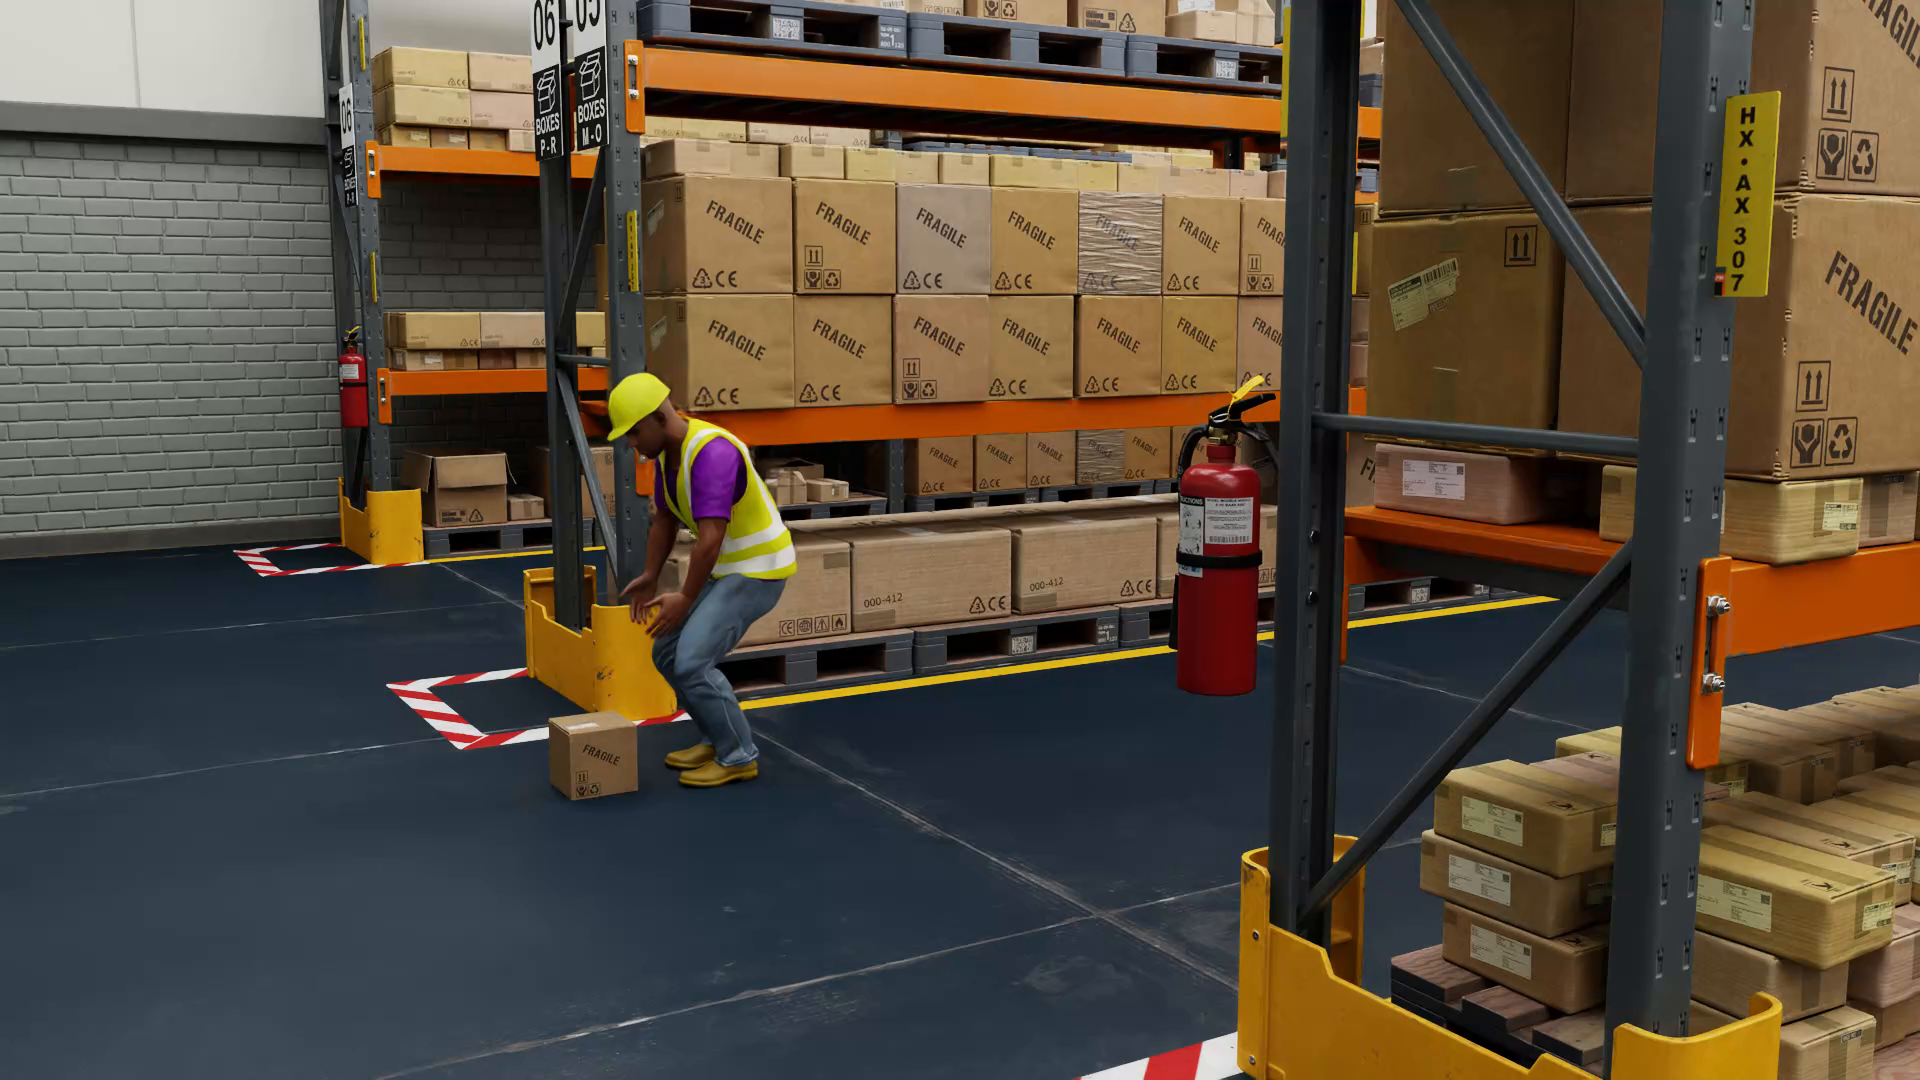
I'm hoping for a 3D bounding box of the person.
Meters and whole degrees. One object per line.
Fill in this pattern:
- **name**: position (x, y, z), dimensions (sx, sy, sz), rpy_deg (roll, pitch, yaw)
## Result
- **person**: position (-0.947, 0.139, 6.149), dimensions (0.687, 1.517, 0.627), rpy_deg (-4, 9, -25)
